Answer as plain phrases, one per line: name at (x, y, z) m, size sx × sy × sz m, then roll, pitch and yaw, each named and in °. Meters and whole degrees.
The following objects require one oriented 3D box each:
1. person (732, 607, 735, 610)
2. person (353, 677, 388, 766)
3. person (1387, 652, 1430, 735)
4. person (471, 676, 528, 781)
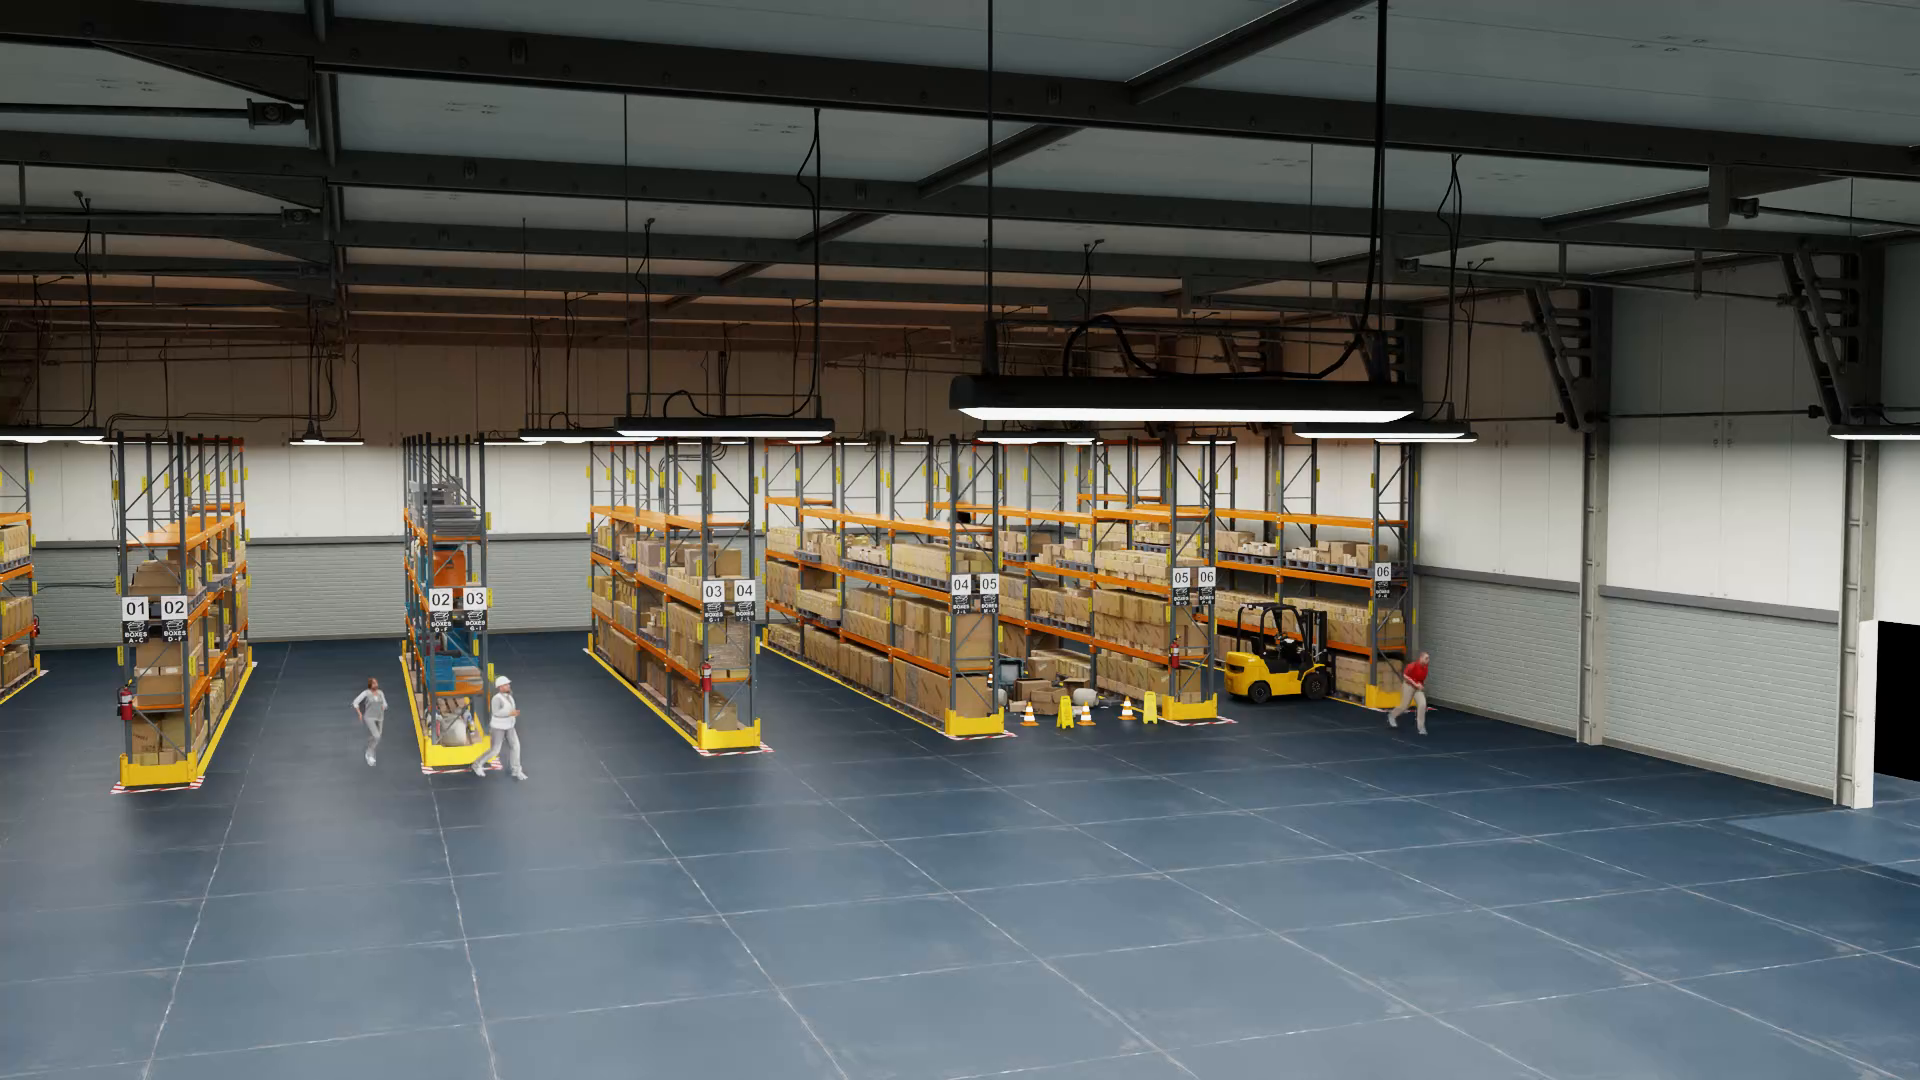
person at (-6.103, 2.397, 45.770) m, size 0.539 × 1.566 × 0.576 m, roll -1°, pitch 3°, yaw -22°
person at (-10.542, 3.264, 29.888) m, size 0.663 × 1.590 × 0.508 m, roll 3°, pitch 4°, yaw 39°
person at (9.075, 3.064, 33.599) m, size 0.703 × 1.694 × 1.020 m, roll -2°, pitch 4°, yaw -36°
person at (-7.926, 3.245, 28.661) m, size 0.958 × 1.804 × 0.664 m, roll 1°, pitch 3°, yaw 15°
